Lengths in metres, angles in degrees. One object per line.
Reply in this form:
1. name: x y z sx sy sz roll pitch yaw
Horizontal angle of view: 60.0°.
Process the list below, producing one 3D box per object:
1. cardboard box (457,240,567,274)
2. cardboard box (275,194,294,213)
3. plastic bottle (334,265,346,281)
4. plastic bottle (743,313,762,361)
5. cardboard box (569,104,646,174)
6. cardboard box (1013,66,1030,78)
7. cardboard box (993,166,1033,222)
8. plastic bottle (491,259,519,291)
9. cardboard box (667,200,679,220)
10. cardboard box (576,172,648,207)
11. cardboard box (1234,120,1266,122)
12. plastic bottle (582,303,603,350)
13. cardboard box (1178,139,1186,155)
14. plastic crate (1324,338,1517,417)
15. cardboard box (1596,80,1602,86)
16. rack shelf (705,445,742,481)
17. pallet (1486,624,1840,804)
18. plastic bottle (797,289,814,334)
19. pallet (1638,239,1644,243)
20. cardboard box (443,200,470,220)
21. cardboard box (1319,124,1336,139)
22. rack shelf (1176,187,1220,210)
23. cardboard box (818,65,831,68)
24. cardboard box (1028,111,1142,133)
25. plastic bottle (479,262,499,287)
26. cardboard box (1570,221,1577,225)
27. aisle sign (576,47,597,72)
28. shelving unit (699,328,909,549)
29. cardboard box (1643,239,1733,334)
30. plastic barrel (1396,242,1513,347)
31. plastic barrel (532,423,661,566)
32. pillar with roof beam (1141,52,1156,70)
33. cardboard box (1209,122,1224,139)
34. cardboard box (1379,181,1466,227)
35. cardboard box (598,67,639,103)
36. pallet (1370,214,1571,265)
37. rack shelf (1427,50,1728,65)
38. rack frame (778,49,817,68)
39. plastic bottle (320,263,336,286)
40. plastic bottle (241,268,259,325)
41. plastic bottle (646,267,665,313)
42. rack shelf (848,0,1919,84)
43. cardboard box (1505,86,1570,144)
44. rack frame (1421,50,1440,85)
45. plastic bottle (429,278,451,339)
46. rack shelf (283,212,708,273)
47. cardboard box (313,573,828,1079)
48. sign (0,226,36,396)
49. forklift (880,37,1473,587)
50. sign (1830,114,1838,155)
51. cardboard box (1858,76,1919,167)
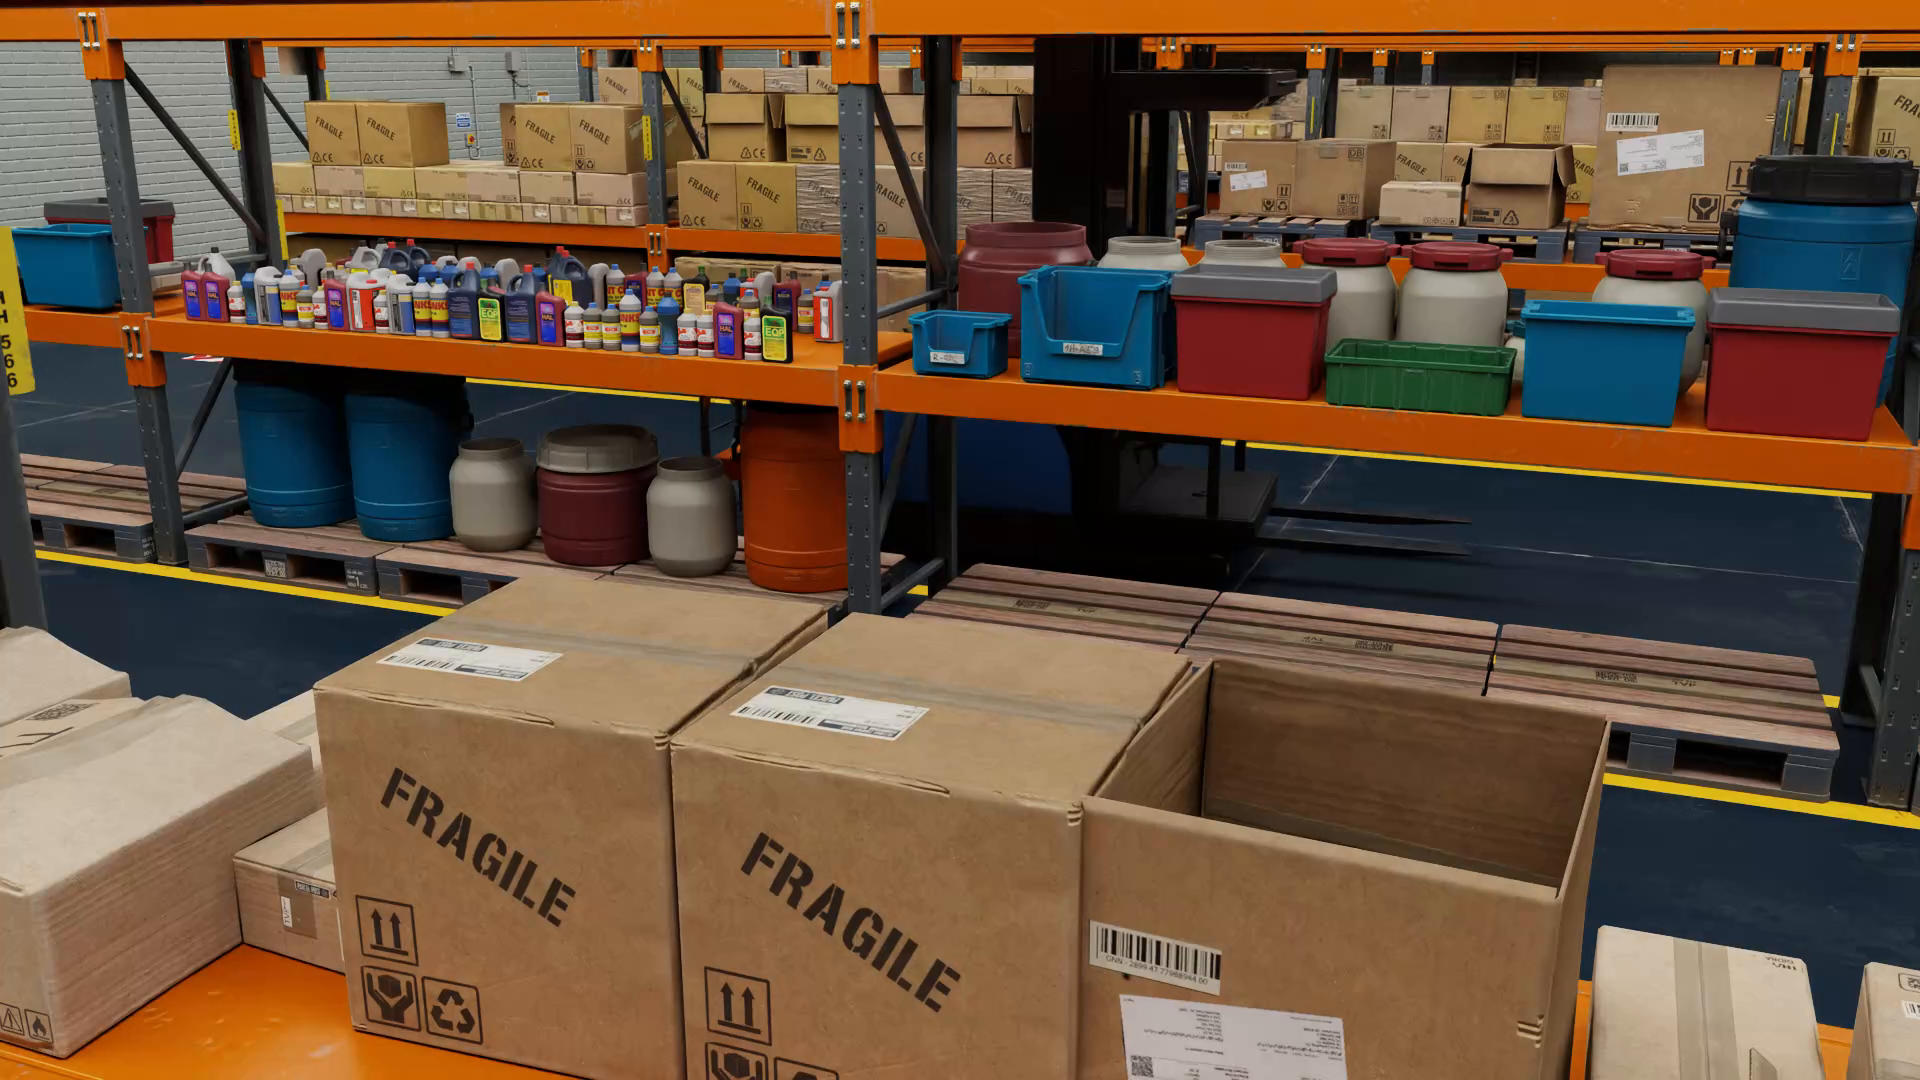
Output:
1. cardboard box: -3.577 -2.082 14.024 0.875 0.875 0.875 6 17 21
2. cardboard box: -5.667 -2.887 14.190 0.250 0.149 0.380 6 17 21
3. plastic bottle: -3.267 -1.350 8.801 0.097 0.201 0.097 0 16 0
4. plastic bottle: -0.885 -0.879 7.177 0.097 0.201 0.097 0 16 0
5. cardboard box: -2.681 -3.129 12.963 0.500 0.500 0.500 7 18 22
6. cardboard box: 0.873 -6.135 21.789 0.250 0.149 0.380 7 17 22
7. cardboard box: 0.555 -2.398 11.876 0.500 0.500 0.500 6 17 20
8. plastic bottle: -2.337 -1.294 8.472 0.135 0.276 0.152 6 17 21
9. cardboard box: -2.308 -2.717 13.602 0.250 0.149 0.380 6 17 21
10. cardboard box: -2.662 -2.769 13.066 0.500 0.250 0.500 6 17 20
11. cardboard box: 2.870 -4.079 16.473 0.250 0.149 0.380 6 17 19
12. plastic bottle: -1.643 -0.962 7.464 0.097 0.201 0.097 0 16 0
13. cardboard box: 2.126 -3.823 16.125 0.250 0.149 0.380 6 17 21
14. plastic crate: 1.746 -0.621 6.313 0.662 0.188 0.450 6 17 21
15. cardboard box: 7.501 -5.254 19.263 0.250 0.149 0.380 6 17 18
16. rack shelf: -0.851 -0.367 9.297 1.000 0.278 0.538 5 17 16
17. pallet: 2.725 0.651 6.553 1.213 0.211 1.003 6 17 21
18. plastic bottle: -0.723 -1.089 7.900 0.097 0.201 0.097 0 16 0
19. pallet: 10.041 -4.487 24.249 1.213 0.211 1.003 6 17 21
20. cardboard box: -3.991 -2.704 13.558 0.250 0.149 0.380 7 17 22
21. cardboard box: 4.658 -5.034 20.504 0.500 0.250 0.500 6 17 20
22. rack shelf: 1.620 -3.447 16.957 4.000 0.370 1.077 6 17 21
23. cardboard box: -1.741 -6.423 22.783 0.250 0.149 0.380 7 17 22
24. cardboard box: 0.892 -2.920 11.874 0.637 0.503 0.797 7 18 23
25. plastic bottle: -2.365 -1.257 8.355 0.097 0.271 0.097 0 16 0
26. cardboard box: 8.832 -5.030 24.625 0.625 0.625 0.875 6 17 18
27. aisle sign: -4.140 -5.584 18.366 0.004 0.787 0.394 6 17 21
28. shelving unit: -0.851 -0.602 9.229 1.048 1.125 0.538 5 17 16
29. cardboard box: 6.591 -2.340 15.135 0.750 0.750 1.050 6 17 20
30. plastic barrel: 1.978 -0.913 6.694 0.433 0.535 0.433 0 16 0
31. plastic barrel: -1.763 -0.232 8.164 0.708 0.588 0.600 6 17 21
32. pillar with roof beam: 1.403 -8.648 22.823 0.400 9.000 9.100 6 17 21
33. cardboard box: 2.379 -3.939 15.991 0.250 0.149 0.380 7 18 22
34. cardboard box: 3.041 -2.210 10.922 0.500 0.250 0.500 6 17 19
35. cardboard box: -3.642 -4.962 18.380 0.500 0.500 0.500 6 17 20
36. pallet: 3.423 -2.028 11.122 1.213 0.211 1.003 6 17 21
37. rack shelf: 8.881 -7.060 24.022 4.000 0.370 1.077 6 17 21
38. rack frame: -2.240 -5.700 23.428 0.127 3.000 1.000 6 17 21
39. plastic bottle: -3.369 -1.380 8.902 0.097 0.201 0.097 0 16 0
40. plastic bottle: -3.459 -1.196 8.143 0.097 0.271 0.097 0 16 0
41. plastic bottle: -1.493 -1.207 8.181 0.097 0.271 0.097 0 16 0
42. rack shelf: 1.609 -1.918 6.309 4.000 0.370 1.077 6 17 21
43. cardboard box: 5.319 -3.912 15.295 0.500 0.500 0.700 6 17 20
44. rack frame: 7.020 -6.170 25.045 0.127 3.000 1.000 6 17 21
45. plastic bottle: -2.416 -1.081 7.748 0.097 0.271 0.097 0 16 0
46. rack shelf: -4.015 -2.580 13.971 4.000 0.370 1.077 6 17 21
47. cardboard box: -0.505 0.377 2.317 0.500 0.500 0.500 5 17 18
48. sign: -1.872 -0.443 3.243 0.005 0.325 0.100 6 17 21
49. forklift: 1.150 -1.336 8.520 3.031 2.935 1.130 5 17 16
50. sign: 5.087 -2.314 9.688 0.005 0.325 0.100 6 17 21
51. cardboard box: 5.613 -2.462 9.766 0.500 0.500 0.500 6 17 21
